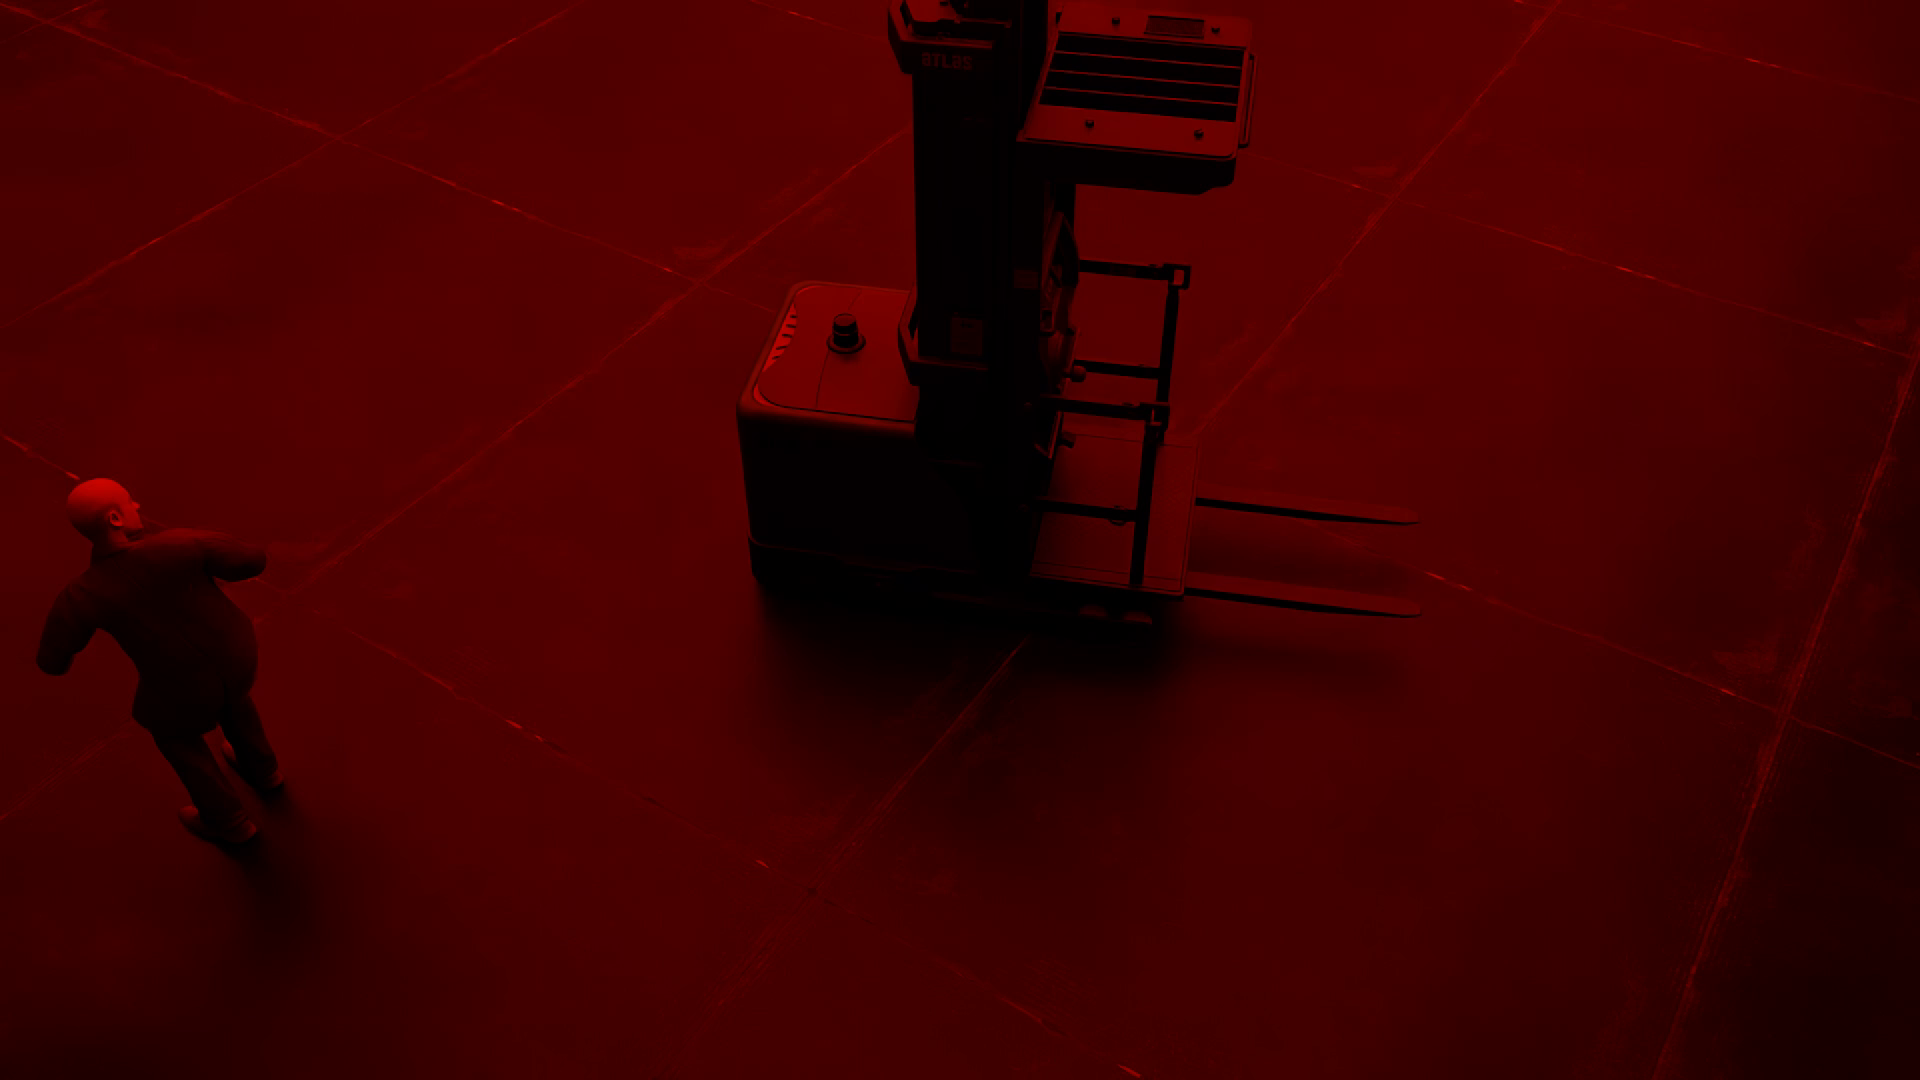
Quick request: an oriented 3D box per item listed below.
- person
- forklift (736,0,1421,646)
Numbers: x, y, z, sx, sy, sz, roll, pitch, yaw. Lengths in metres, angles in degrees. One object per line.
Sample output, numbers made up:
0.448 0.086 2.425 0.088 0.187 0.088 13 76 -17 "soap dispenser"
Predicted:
-2.998 0.427 6.311 0.609 1.732 0.831 35 53 31 "person"
0.598 -0.987 6.890 3.031 2.935 1.130 7 44 8 "forklift"
